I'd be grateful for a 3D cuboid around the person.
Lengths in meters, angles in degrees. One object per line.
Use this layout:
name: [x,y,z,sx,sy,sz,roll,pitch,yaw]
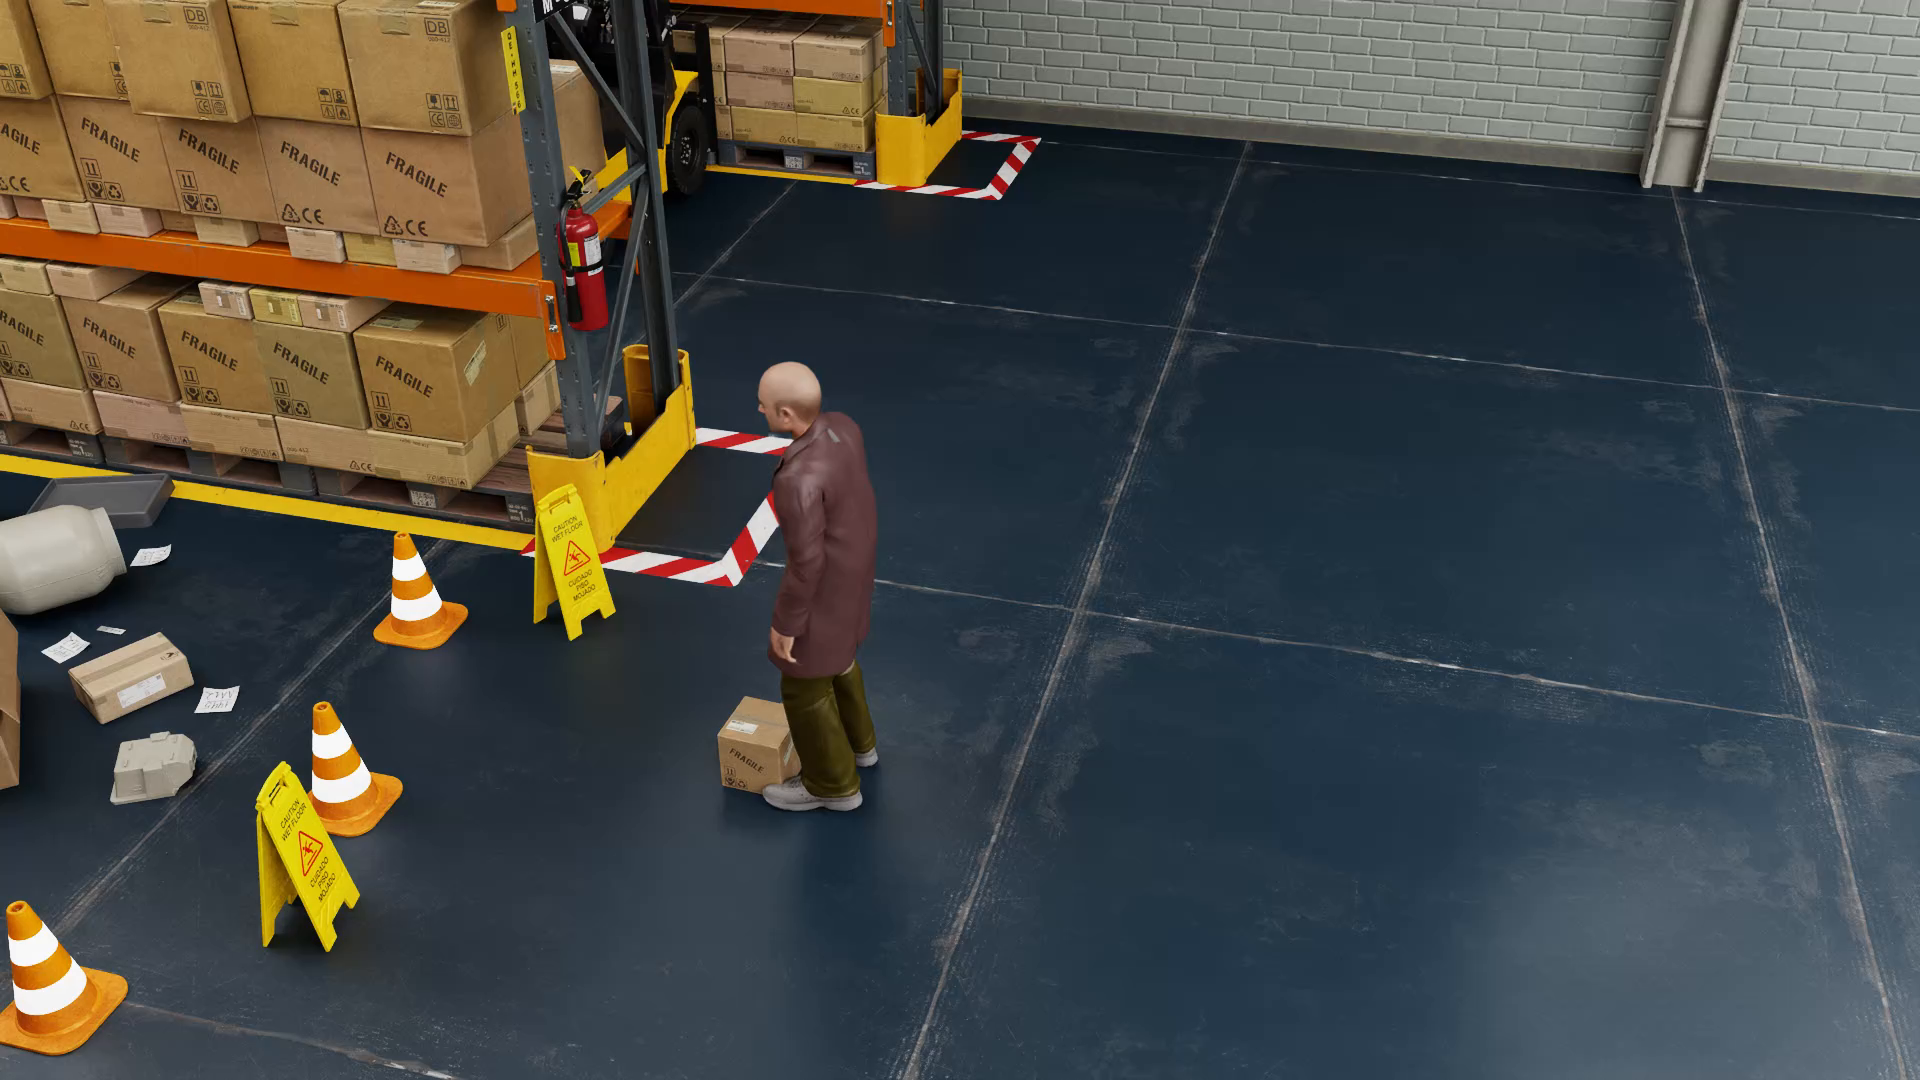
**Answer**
person: [-0.505,0.174,5.878,0.427,1.774,0.644,8,33,13]
